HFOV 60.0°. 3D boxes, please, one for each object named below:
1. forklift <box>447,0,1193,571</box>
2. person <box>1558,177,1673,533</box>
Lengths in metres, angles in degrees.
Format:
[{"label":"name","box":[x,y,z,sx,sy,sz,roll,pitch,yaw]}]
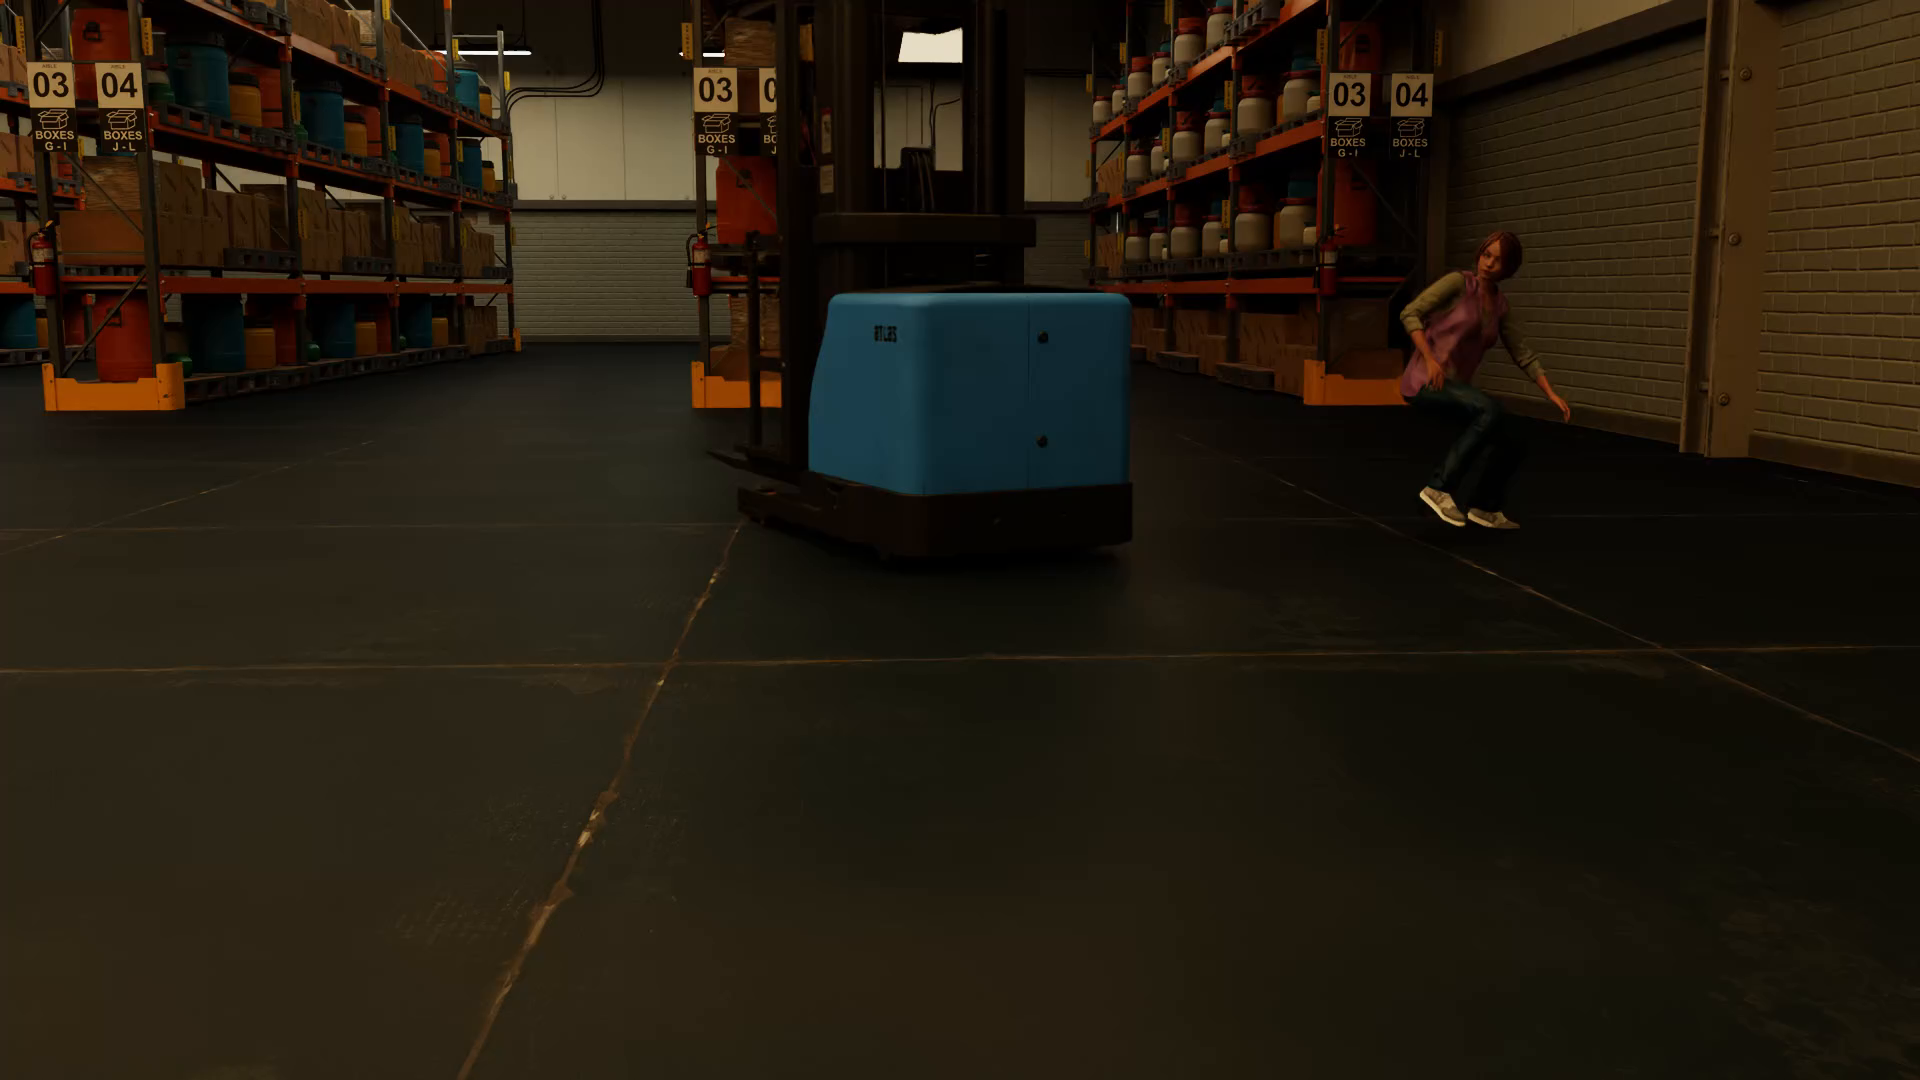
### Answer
[{"label":"forklift","box":[-0.568,-1.415,6.862,3.031,2.935,1.130,-3,9,-21]},{"label":"person","box":[3.004,-0.841,7.565,0.579,1.592,0.417,-3,9,-17]}]
